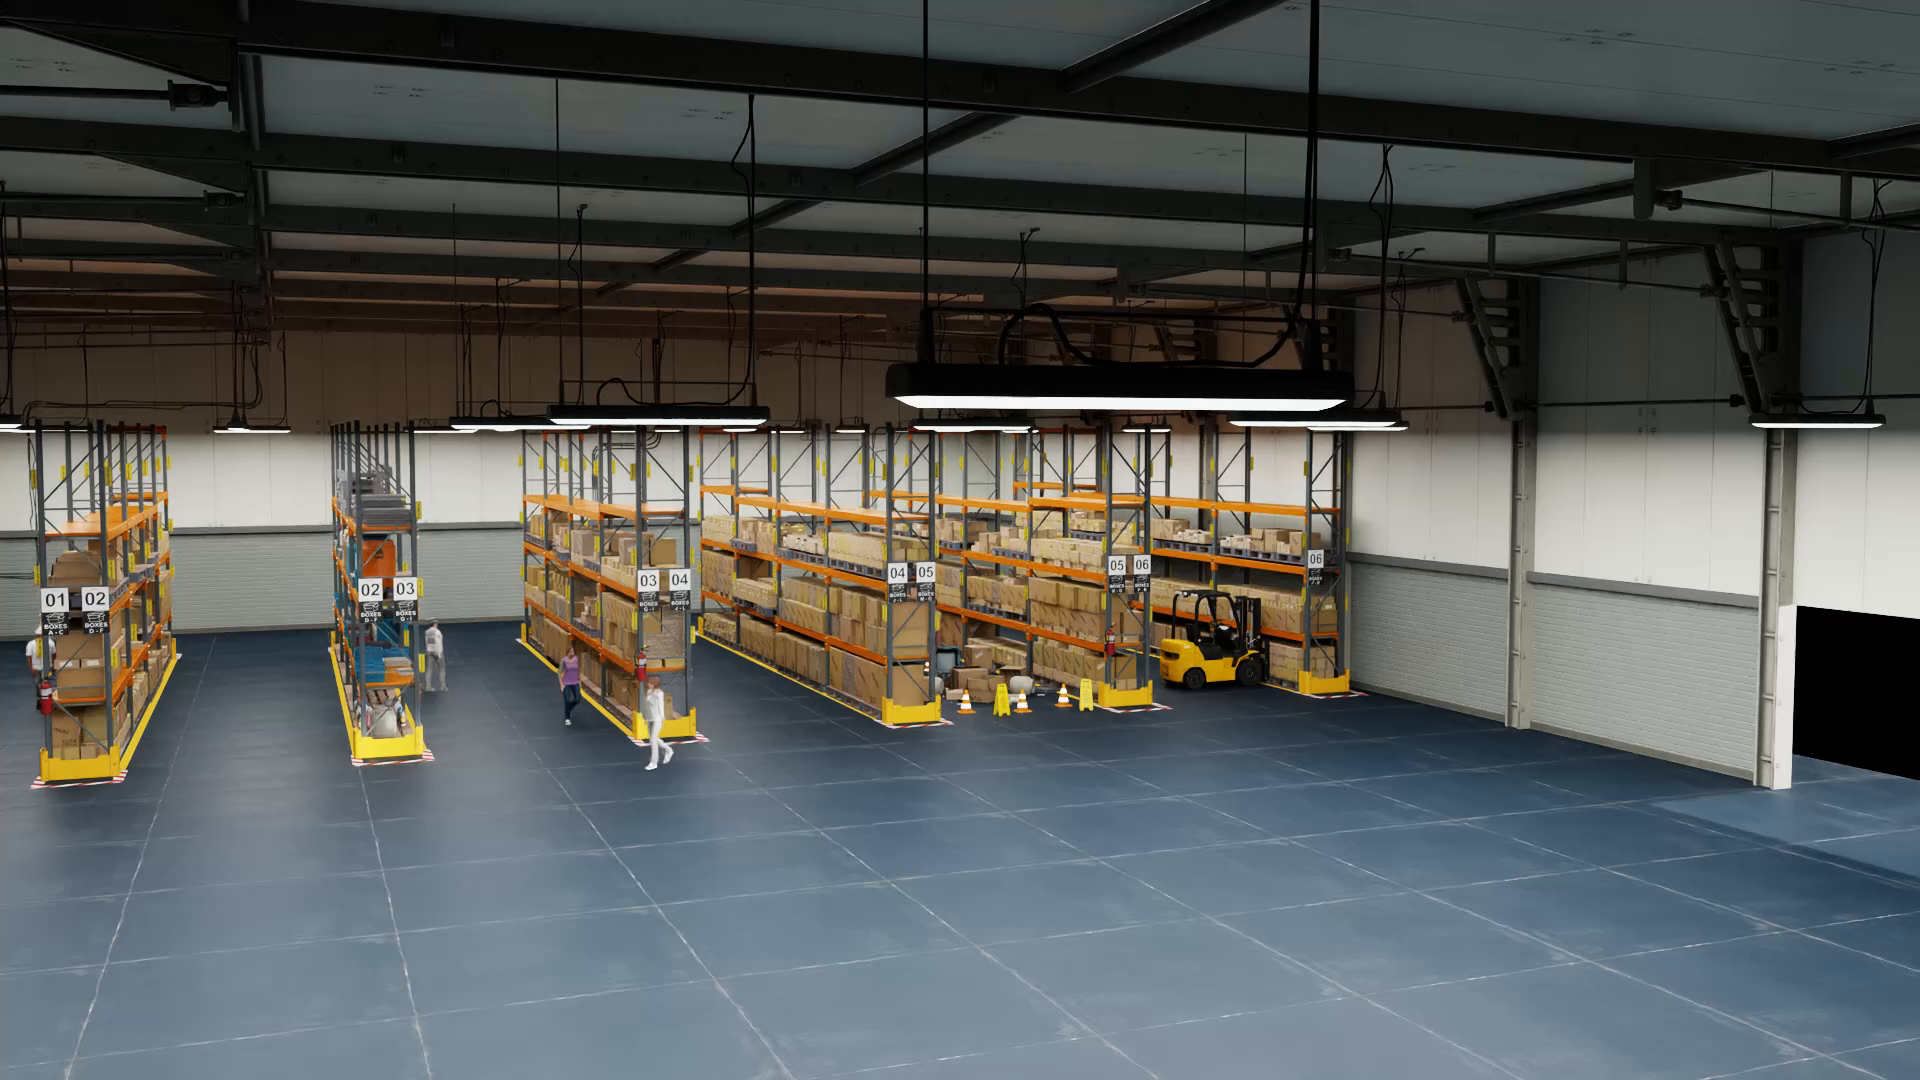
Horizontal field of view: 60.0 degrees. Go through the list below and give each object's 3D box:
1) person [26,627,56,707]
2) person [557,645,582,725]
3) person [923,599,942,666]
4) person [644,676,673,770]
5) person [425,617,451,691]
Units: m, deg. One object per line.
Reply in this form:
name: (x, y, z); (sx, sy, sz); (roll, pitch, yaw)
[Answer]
person: (-19.191, 2.680, 34.749); (0.562, 1.709, 0.974); (-2, 4, -30)
person: (-7.800, 2.876, 33.162); (0.501, 1.582, 0.475); (-2, 4, -31)
person: (-0.640, 2.325, 41.479); (0.475, 1.717, 0.595); (-3, 4, -35)
person: (-5.222, 3.126, 28.730); (0.691, 1.591, 0.406); (-3, 5, -42)
person: (-11.797, 2.596, 37.251); (0.529, 1.717, 0.620); (1, 4, 18)
